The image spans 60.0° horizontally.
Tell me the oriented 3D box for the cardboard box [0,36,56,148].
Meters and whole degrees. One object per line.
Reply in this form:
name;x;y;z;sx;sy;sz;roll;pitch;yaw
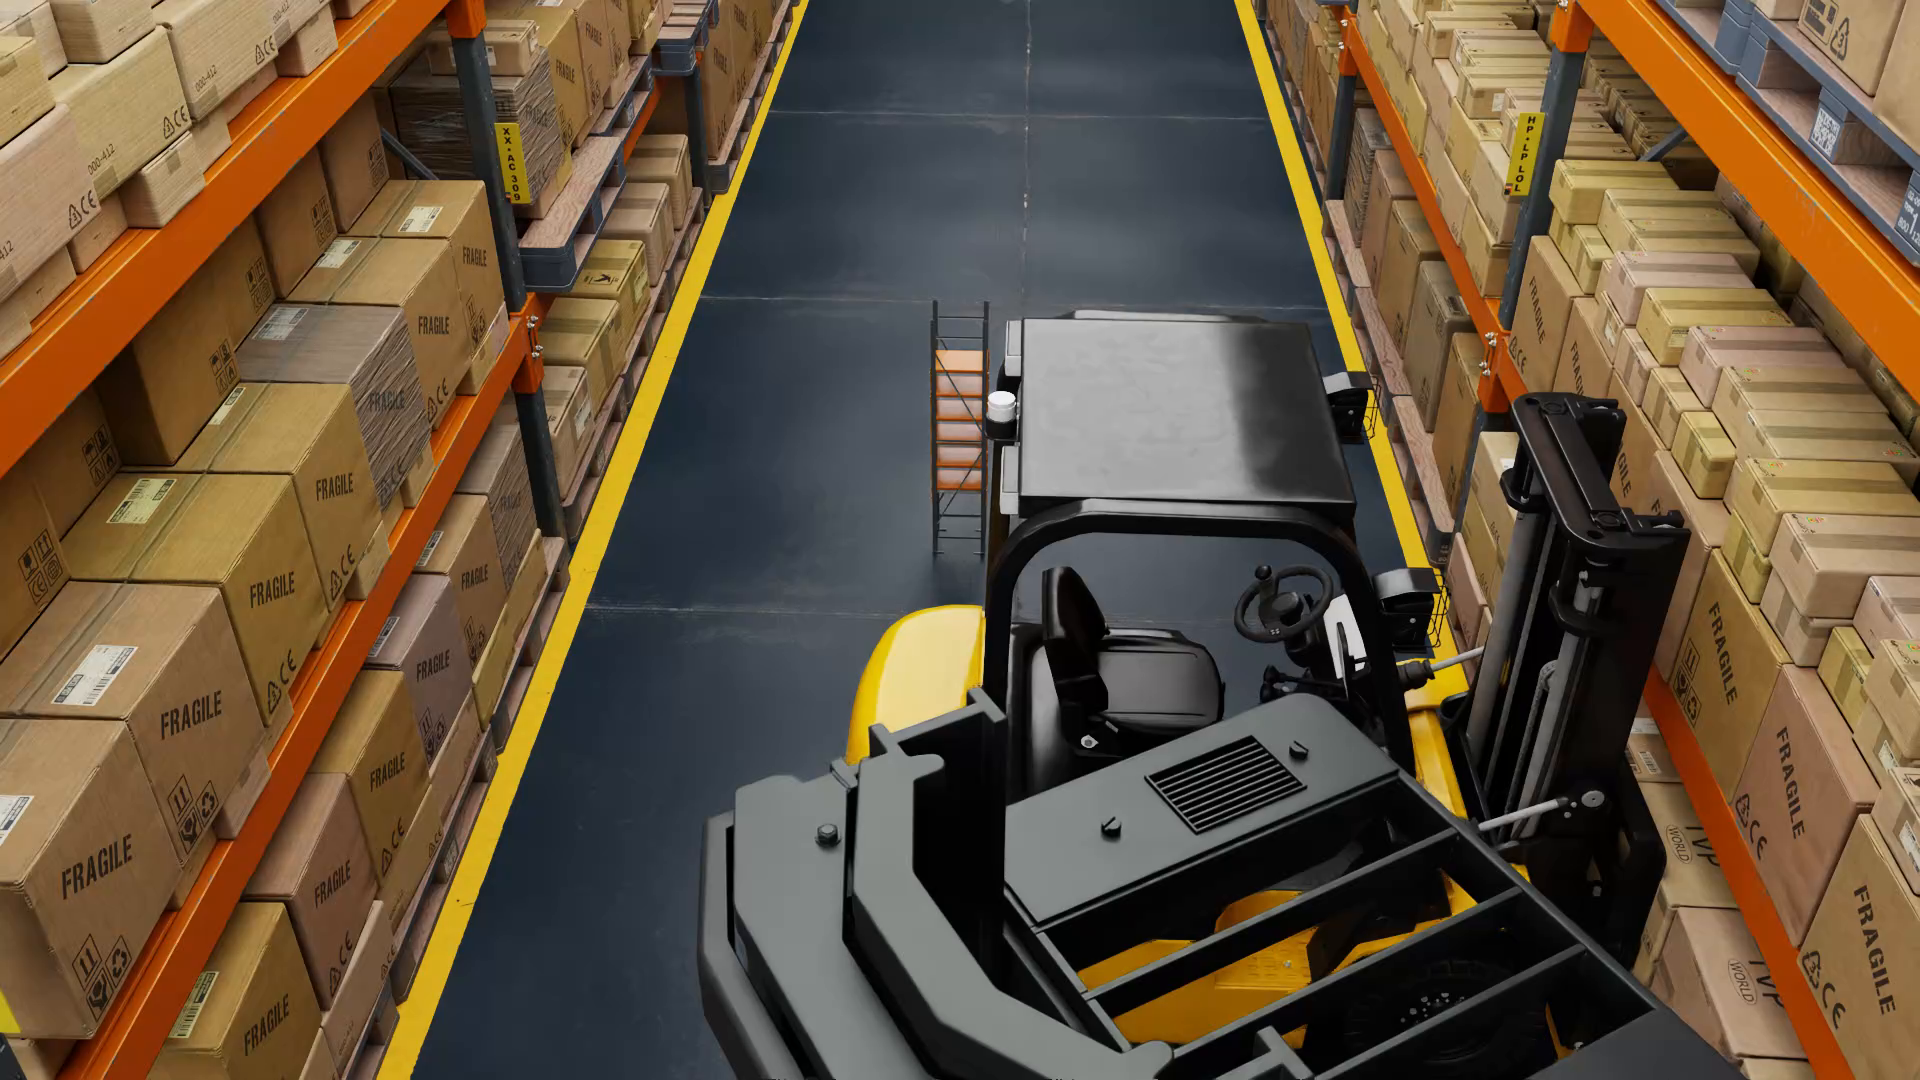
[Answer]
cardboard box;-2.079;-0.900;3.338;0.380;0.149;0.250;1;35;2

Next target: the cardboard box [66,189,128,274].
cardboard box;-2.151;-0.727;3.786;0.380;0.149;0.250;0;35;0

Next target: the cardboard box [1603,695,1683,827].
cardboard box;2.272;0.690;5.315;0.500;0.250;0.500;1;35;1

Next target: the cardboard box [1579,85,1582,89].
cardboard box;3.012;-2.017;7.707;0.500;0.250;0.500;1;35;1

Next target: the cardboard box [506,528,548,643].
cardboard box;-2.042;0.181;6.910;0.500;0.250;0.500;3;35;4

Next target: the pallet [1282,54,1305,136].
pallet;2.954;-3.290;12.248;1.003;0.211;1.213;1;35;2

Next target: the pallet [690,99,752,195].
pallet;-2.019;-2.726;11.446;1.003;0.211;1.213;1;35;2

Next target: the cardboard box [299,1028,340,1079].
cardboard box;-2.138;1.676;4.782;0.500;0.250;0.500;1;35;1

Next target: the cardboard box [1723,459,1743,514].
cardboard box;2.374;-0.098;4.630;0.380;0.149;0.250;1;35;2

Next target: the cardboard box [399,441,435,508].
cardboard box;-2.032;-0.240;5.701;0.380;0.149;0.250;1;35;1

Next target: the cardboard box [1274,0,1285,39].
cardboard box;2.739;-4.172;12.886;0.500;0.500;0.500;1;35;1

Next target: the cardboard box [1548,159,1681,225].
cardboard box;2.364;-1.257;6.020;0.380;0.149;0.250;2;35;3

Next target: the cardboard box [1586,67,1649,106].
cardboard box;2.965;-1.952;7.268;0.380;0.149;0.250;1;35;1

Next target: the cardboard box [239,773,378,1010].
cardboard box;-2.121;1.055;5.014;0.500;0.500;0.500;0;35;0

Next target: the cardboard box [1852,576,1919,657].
cardboard box;2.363;0.219;3.919;0.380;0.149;0.250;2;35;2

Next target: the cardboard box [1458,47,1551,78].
cardboard box;2.471;-2.104;7.485;0.380;0.149;0.250;1;35;1

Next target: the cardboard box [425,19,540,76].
cardboard box;-1.914;-1.980;6.683;0.380;0.149;0.250;1;35;2

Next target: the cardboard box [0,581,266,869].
cardboard box;-2.133;0.454;4.149;0.500;0.500;0.500;2;35;3

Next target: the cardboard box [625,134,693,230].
cardboard box;-2.158;-2.188;10.175;0.950;0.372;0.625;-1;35;-1

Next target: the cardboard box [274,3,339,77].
cardboard box;-2.050;-1.463;4.833;0.380;0.149;0.250;2;35;3

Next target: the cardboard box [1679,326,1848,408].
cardboard box;2.392;-0.515;4.965;0.380;0.149;0.250;1;35;2

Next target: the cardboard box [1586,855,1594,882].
cardboard box;2.274;0.882;5.478;0.500;0.250;0.500;1;35;2

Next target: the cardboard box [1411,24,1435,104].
cardboard box;2.516;-2.315;8.132;0.500;0.250;0.500;2;35;3

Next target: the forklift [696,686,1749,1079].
forklift;0.499;1.505;3.060;3.031;2.935;1.130;-17;39;-23

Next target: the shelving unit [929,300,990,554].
shelving unit;-0.001;-0.483;7.393;0.258;1.200;0.189;1;35;2

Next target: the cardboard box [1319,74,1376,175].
cardboard box;2.636;-2.701;10.793;0.500;0.500;0.500;2;35;3

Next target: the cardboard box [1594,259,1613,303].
cardboard box;2.406;-0.836;5.679;0.380;0.149;0.250;1;35;2

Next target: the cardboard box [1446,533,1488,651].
cardboard box;2.323;0.218;6.857;0.500;0.250;0.500;2;35;2

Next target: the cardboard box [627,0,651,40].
cardboard box;-1.895;-2.896;8.551;0.500;0.500;0.500;-1;35;-1

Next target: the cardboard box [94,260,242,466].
cardboard box;-2.540;-0.559;4.722;0.700;0.500;0.500;1;35;2

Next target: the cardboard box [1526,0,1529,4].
cardboard box;3.025;-2.827;8.513;0.380;0.149;0.250;1;35;2

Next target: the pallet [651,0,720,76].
pallet;-2.048;-2.926;9.471;1.213;0.211;1.003;1;35;2

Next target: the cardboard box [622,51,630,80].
cardboard box;-1.887;-2.399;8.408;0.380;0.149;0.250;0;35;0

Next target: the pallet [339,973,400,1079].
pallet;-2.376;1.811;4.989;1.003;0.211;1.213;1;35;2

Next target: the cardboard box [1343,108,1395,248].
cardboard box;2.795;-2.146;9.895;0.875;0.625;0.625;2;35;3

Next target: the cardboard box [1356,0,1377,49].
cardboard box;2.572;-2.993;9.530;0.500;0.250;0.500;1;35;2

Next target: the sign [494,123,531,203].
sign;-1.744;-1.464;6.472;0.100;0.325;0.005;1;35;2

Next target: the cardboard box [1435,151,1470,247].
cardboard box;2.447;-1.529;7.447;0.500;0.250;0.500;1;35;2

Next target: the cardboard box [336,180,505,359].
cardboard box;-2.056;-1.019;6.246;0.500;0.500;0.500;0;35;1

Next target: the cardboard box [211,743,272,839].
cardboard box;-2.083;0.652;4.432;0.380;0.149;0.250;2;35;3

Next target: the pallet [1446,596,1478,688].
pallet;2.600;0.591;6.725;1.003;0.211;1.213;1;35;2

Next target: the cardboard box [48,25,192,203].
cardboard box;-2.135;-0.977;3.794;0.500;0.250;0.500;2;35;3

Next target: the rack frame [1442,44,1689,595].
rack frame;2.673;-1.005;6.572;1.000;3.000;0.127;1;35;2

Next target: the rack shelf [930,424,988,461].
rack shelf;-0.001;-0.446;7.419;0.258;0.103;0.180;1;35;2

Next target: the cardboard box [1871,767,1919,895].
cardboard box;2.227;0.633;3.589;0.380;0.149;0.250;2;35;3

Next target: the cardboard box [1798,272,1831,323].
cardboard box;2.966;-0.802;5.373;0.380;0.149;0.250;1;35;1

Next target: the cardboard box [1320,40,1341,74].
cardboard box;2.581;-3.165;10.890;0.380;0.149;0.250;0;35;-1

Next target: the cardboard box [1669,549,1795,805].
cardboard box;2.320;0.371;4.527;0.500;0.500;0.500;1;35;1

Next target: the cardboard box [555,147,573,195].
cardboard box;-1.930;-1.640;7.329;0.380;0.149;0.250;2;35;3

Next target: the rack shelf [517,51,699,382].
rack shelf;-2.206;-1.973;8.574;1.077;0.370;4.000;1;35;2

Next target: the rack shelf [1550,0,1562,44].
rack shelf;2.754;-3.087;7.551;1.077;0.370;4.000;1;35;2
